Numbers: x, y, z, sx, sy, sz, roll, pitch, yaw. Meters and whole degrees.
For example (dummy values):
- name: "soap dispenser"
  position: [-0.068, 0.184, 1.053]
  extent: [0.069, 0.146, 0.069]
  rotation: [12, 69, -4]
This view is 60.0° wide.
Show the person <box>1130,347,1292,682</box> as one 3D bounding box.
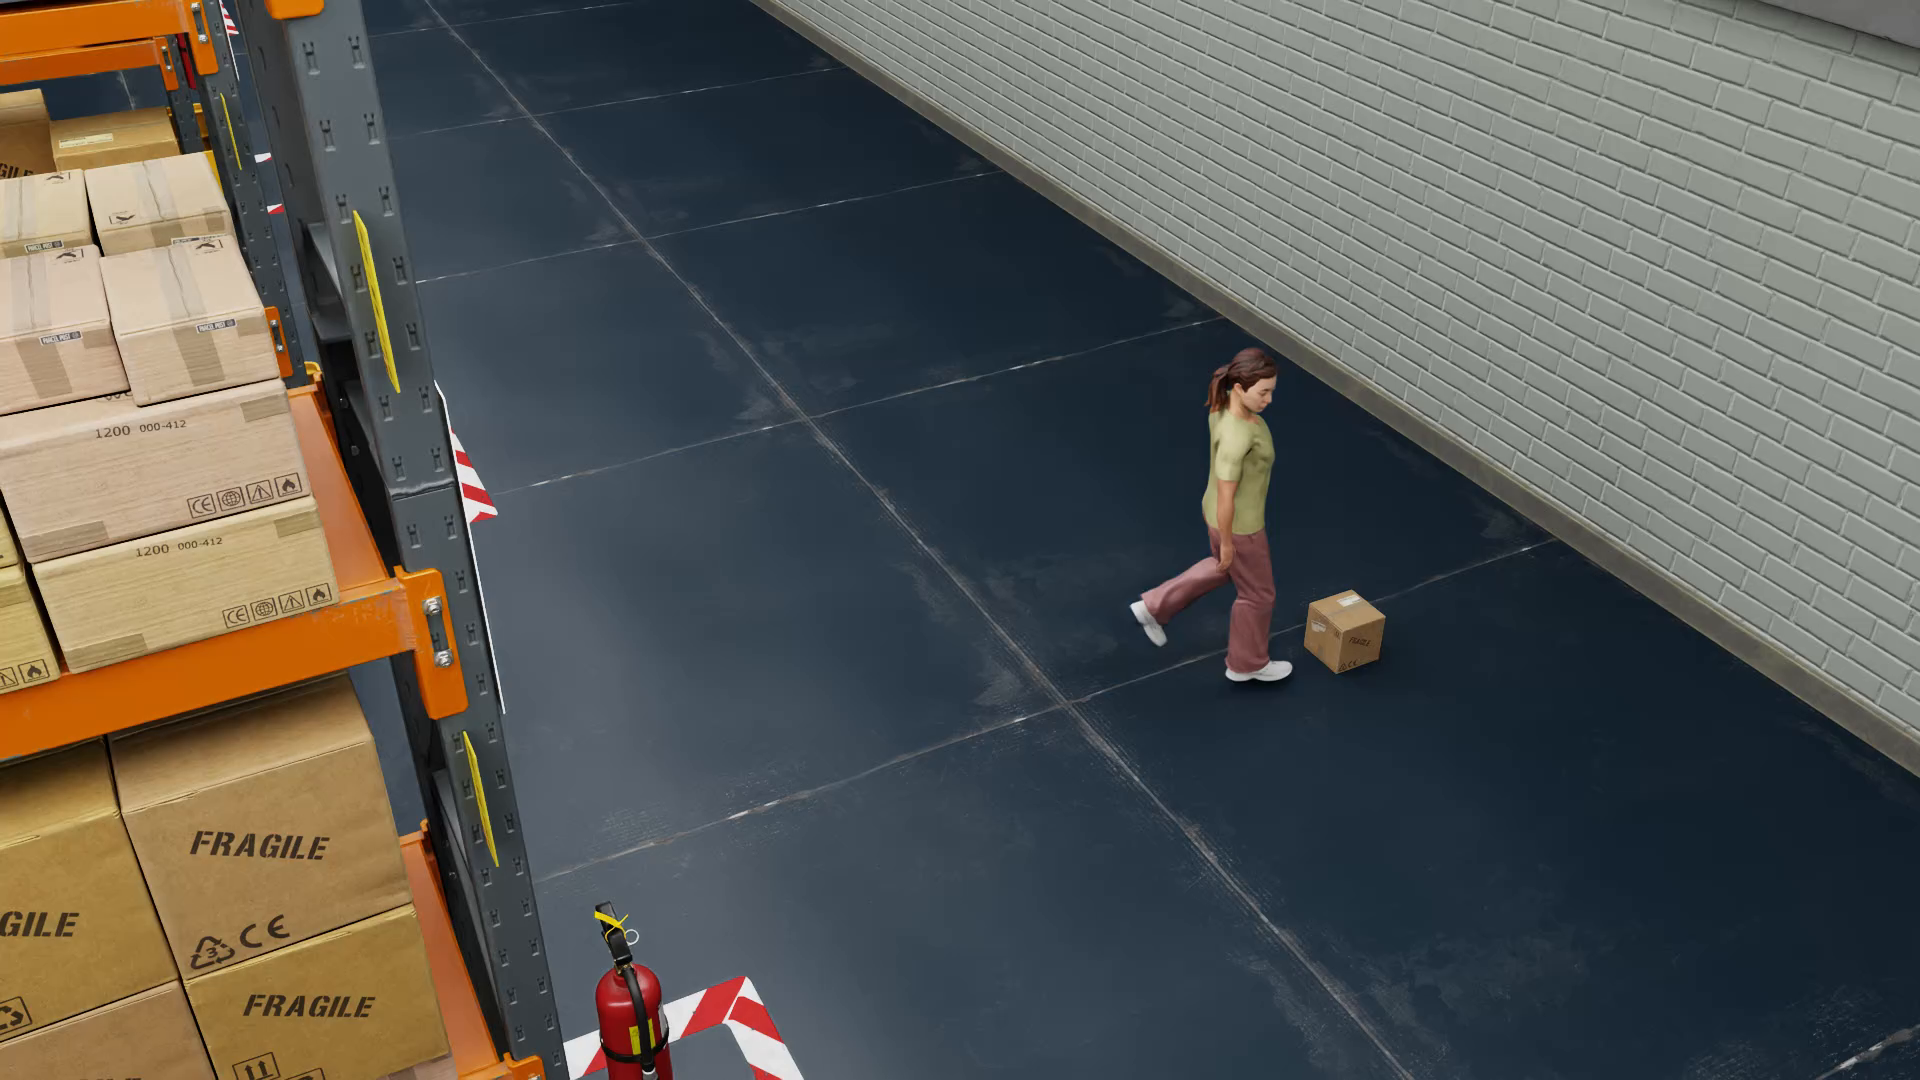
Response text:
- name: "person"
  position: [1.156, -0.094, 7.264]
  extent: [0.750, 1.661, 0.466]
  rotation: [-1, 33, -1]
